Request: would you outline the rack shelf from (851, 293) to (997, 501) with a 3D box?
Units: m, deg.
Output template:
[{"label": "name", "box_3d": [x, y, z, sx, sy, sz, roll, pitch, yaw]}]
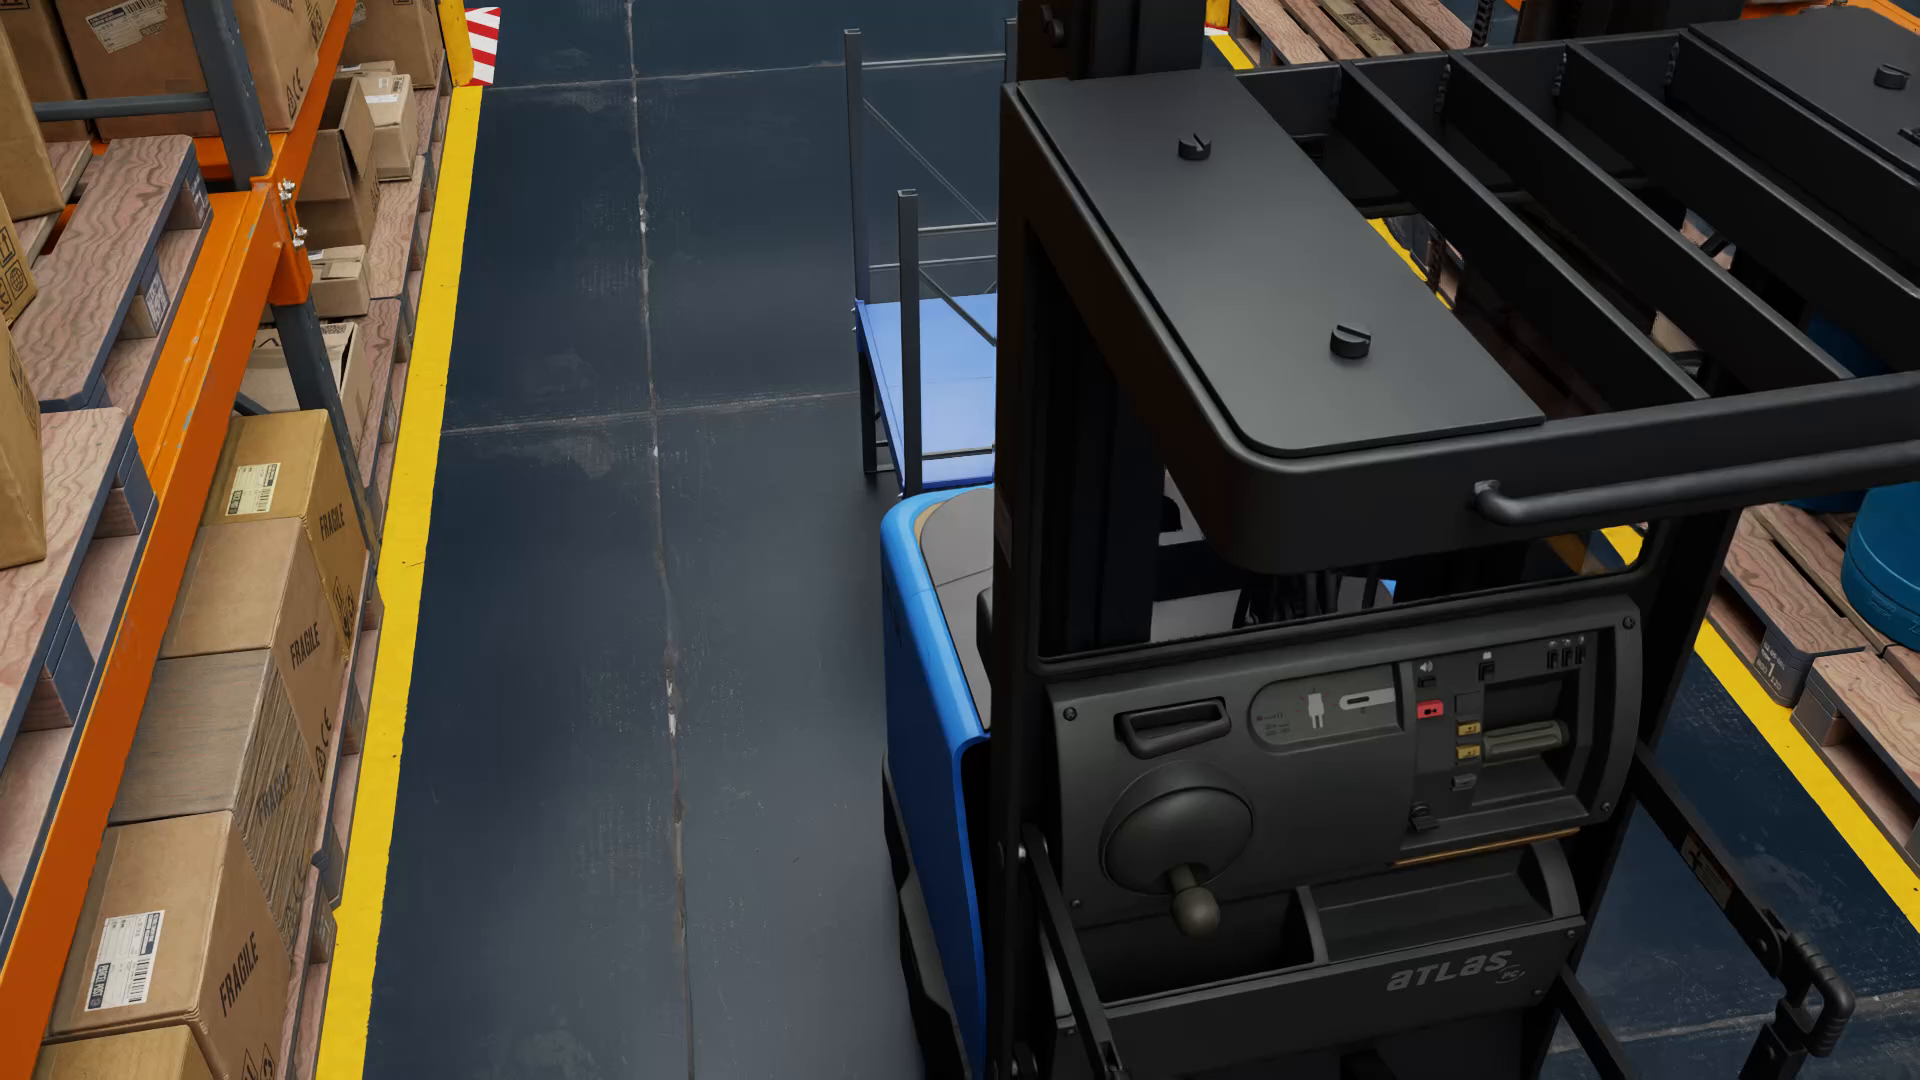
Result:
[{"label": "rack shelf", "box_3d": [0.015, -0.399, 4.834, 0.538, 0.185, 1.000, -6, 38, -8]}]

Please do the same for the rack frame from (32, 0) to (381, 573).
[{"label": "rack frame", "box_3d": [-2.298, -1.068, 4.180, 1.000, 3.000, 0.127, -6, 38, -8]}]

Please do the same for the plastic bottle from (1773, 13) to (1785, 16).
[{"label": "plastic bottle", "box_3d": [2.223, -1.285, 4.554, 0.061, 0.283, 0.133, -6, 38, -8]}]

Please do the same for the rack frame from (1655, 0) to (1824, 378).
[{"label": "rack frame", "box_3d": [2.579, -1.599, 4.863, 1.000, 3.000, 0.127, -6, 38, -8]}]

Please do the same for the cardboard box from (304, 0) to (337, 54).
[{"label": "cardboard box", "box_3d": [-2.212, -1.754, 4.981, 0.500, 0.500, 0.500, -6, 38, -7]}]

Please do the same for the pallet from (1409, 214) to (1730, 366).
[{"label": "pallet", "box_3d": [2.412, -0.937, 6.284, 1.003, 0.211, 1.213, -6, 38, -8]}]

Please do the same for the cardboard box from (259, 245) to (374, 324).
[{"label": "cardboard box", "box_3d": [-2.320, -0.921, 5.941, 0.380, 0.166, 0.250, -6, 38, -8]}]

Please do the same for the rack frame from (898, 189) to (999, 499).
[{"label": "rack frame", "box_3d": [0.104, -0.234, 4.328, 0.500, 1.500, 0.032, -6, 38, -8]}]

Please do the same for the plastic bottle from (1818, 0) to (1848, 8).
[{"label": "plastic bottle", "box_3d": [2.329, -1.307, 4.528, 0.144, 0.351, 0.185, -6, 38, -8]}]

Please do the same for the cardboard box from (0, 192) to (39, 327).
[{"label": "cardboard box", "box_3d": [-2.252, -0.555, 3.095, 0.700, 0.500, 0.500, -1, 38, -1]}]

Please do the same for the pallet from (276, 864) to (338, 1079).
[{"label": "pallet", "box_3d": [-1.901, 1.259, 3.458, 1.003, 0.211, 1.213, -6, 38, -8]}]

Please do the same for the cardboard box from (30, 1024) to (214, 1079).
[{"label": "cardboard box", "box_3d": [-1.576, 1.237, 2.892, 0.500, 0.500, 0.500, -7, 38, -9]}]

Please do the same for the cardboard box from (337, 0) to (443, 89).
[{"label": "cardboard box", "box_3d": [-2.662, -2.369, 7.533, 0.500, 0.500, 0.500, -6, 38, -8]}]

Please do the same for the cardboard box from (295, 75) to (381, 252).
[{"label": "cardboard box", "box_3d": [-2.633, -1.390, 6.271, 0.797, 0.503, 0.637, -6, 38, -8]}]

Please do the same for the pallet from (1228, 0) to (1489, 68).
[{"label": "pallet", "box_3d": [1.984, -2.411, 8.181, 1.003, 0.211, 1.213, -6, 38, -8]}]

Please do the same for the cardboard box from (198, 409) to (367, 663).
[{"label": "cardboard box", "box_3d": [-1.929, 0.013, 4.468, 0.500, 0.500, 0.500, -6, 38, -8]}]

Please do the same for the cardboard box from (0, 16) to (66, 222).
[{"label": "cardboard box", "box_3d": [-2.435, -0.963, 3.621, 0.700, 0.500, 0.500, -19, 42, -23]}]

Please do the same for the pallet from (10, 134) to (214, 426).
[{"label": "pallet", "box_3d": [-2.265, -0.498, 3.602, 1.003, 0.211, 1.213, -6, 38, -8]}]

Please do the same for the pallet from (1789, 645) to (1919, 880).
[{"label": "pallet", "box_3d": [2.891, 0.712, 4.162, 1.003, 0.211, 1.213, -6, 38, -8]}]

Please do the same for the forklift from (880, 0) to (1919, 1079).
[{"label": "forklift", "box_3d": [0.641, 0.411, 2.332, 1.130, 2.935, 3.031, -8, 39, -10]}]

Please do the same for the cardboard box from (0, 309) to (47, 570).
[{"label": "cardboard box", "box_3d": [-1.928, -0.213, 2.655, 0.700, 0.500, 0.500, -16, 41, -19]}]

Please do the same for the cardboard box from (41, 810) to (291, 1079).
[{"label": "cardboard box", "box_3d": [-1.672, 0.922, 3.297, 0.500, 0.500, 0.500, -7, 38, -9]}]

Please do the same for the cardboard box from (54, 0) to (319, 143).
[{"label": "cardboard box", "box_3d": [-2.119, -1.445, 4.583, 0.500, 0.500, 0.500, -5, 38, -7]}]

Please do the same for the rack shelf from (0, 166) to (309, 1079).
[{"label": "rack shelf", "box_3d": [-1.947, 0.424, 2.846, 1.077, 0.370, 4.000, -6, 38, -8]}]

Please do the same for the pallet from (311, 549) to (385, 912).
[{"label": "pallet", "box_3d": [-2.118, 0.520, 4.408, 1.003, 0.211, 1.213, -6, 38, -8]}]

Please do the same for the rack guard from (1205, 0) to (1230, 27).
[{"label": "rack guard", "box_3d": [1.861, -3.041, 8.756, 1.175, 0.500, 0.348, -6, 38, -8]}]

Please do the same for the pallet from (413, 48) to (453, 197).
[{"label": "pallet", "box_3d": [-2.845, -1.855, 7.466, 1.003, 0.211, 1.213, -6, 38, -8]}]

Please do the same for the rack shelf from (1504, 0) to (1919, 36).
[{"label": "rack shelf", "box_3d": [2.229, -2.522, 6.638, 1.077, 0.370, 4.000, -6, 38, -8]}]

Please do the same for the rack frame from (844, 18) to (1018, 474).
[{"label": "rack frame", "box_3d": [-0.074, -0.848, 5.119, 0.500, 1.500, 0.032, -6, 38, -8]}]

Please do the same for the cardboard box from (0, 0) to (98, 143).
[{"label": "cardboard box", "box_3d": [-2.638, -1.382, 4.502, 0.500, 0.500, 0.500, -6, 38, -7]}]

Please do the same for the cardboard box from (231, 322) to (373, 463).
[{"label": "cardboard box", "box_3d": [-2.159, -0.457, 5.226, 0.500, 0.311, 0.500, -6, 38, -8]}]

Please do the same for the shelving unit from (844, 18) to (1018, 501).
[{"label": "shelving unit", "box_3d": [0.015, -0.541, 4.724, 0.538, 1.500, 1.048, -6, 38, -8]}]

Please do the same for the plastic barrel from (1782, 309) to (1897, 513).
[{"label": "plastic barrel", "box_3d": [2.658, -0.605, 4.952, 0.600, 0.901, 0.708, -6, 38, -8]}]

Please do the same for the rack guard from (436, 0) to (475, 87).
[{"label": "rack guard", "box_3d": [-2.986, -2.451, 7.997, 1.175, 0.500, 0.348, -6, 38, -8]}]

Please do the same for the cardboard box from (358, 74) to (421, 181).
[{"label": "cardboard box", "box_3d": [-2.525, -1.693, 6.867, 0.500, 0.250, 0.500, -6, 38, -8]}]

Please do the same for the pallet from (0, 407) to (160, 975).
[{"label": "pallet", "box_3d": [-1.942, 0.250, 2.640, 1.003, 0.211, 1.213, -6, 38, -8]}]

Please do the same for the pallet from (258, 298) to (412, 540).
[{"label": "pallet", "box_3d": [-2.418, -0.382, 5.569, 1.003, 0.211, 1.213, -6, 38, -8]}]

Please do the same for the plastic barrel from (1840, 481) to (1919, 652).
[{"label": "plastic barrel", "box_3d": [2.782, -0.178, 4.402, 0.600, 0.901, 0.708, -6, 38, -8]}]

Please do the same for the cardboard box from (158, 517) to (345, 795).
[{"label": "cardboard box", "box_3d": [-1.851, 0.312, 4.082, 0.500, 0.500, 0.500, -6, 38, -8]}]

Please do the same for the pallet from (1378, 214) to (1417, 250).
[{"label": "pallet", "box_3d": [2.195, -1.676, 7.235, 1.003, 0.211, 1.213, -6, 38, -8]}]

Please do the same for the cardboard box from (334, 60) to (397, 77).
[{"label": "cardboard box", "box_3d": [-2.679, -1.983, 7.308, 0.380, 0.166, 0.250, -6, 38, -8]}]

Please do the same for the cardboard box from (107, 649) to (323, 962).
[{"label": "cardboard box", "box_3d": [-1.764, 0.615, 3.692, 0.500, 0.500, 0.500, -6, 38, -7]}]

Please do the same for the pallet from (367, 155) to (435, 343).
[{"label": "pallet", "box_3d": [-2.635, -1.120, 6.520, 1.003, 0.211, 1.213, -6, 38, -8]}]

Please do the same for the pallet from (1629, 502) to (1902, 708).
[{"label": "pallet", "box_3d": [2.673, -0.027, 5.112, 1.003, 0.211, 1.213, -6, 38, -8]}]

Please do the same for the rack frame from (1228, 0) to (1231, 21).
[{"label": "rack frame", "box_3d": [1.878, -4.015, 7.973, 1.000, 3.000, 0.127, -6, 38, -8]}]

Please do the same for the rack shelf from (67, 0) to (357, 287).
[{"label": "rack shelf", "box_3d": [-2.649, -1.992, 5.955, 1.077, 0.370, 4.000, -6, 38, -8]}]

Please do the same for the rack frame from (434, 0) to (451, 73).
[{"label": "rack frame", "box_3d": [-2.999, -3.484, 7.290, 1.000, 3.000, 0.127, -6, 38, -8]}]
